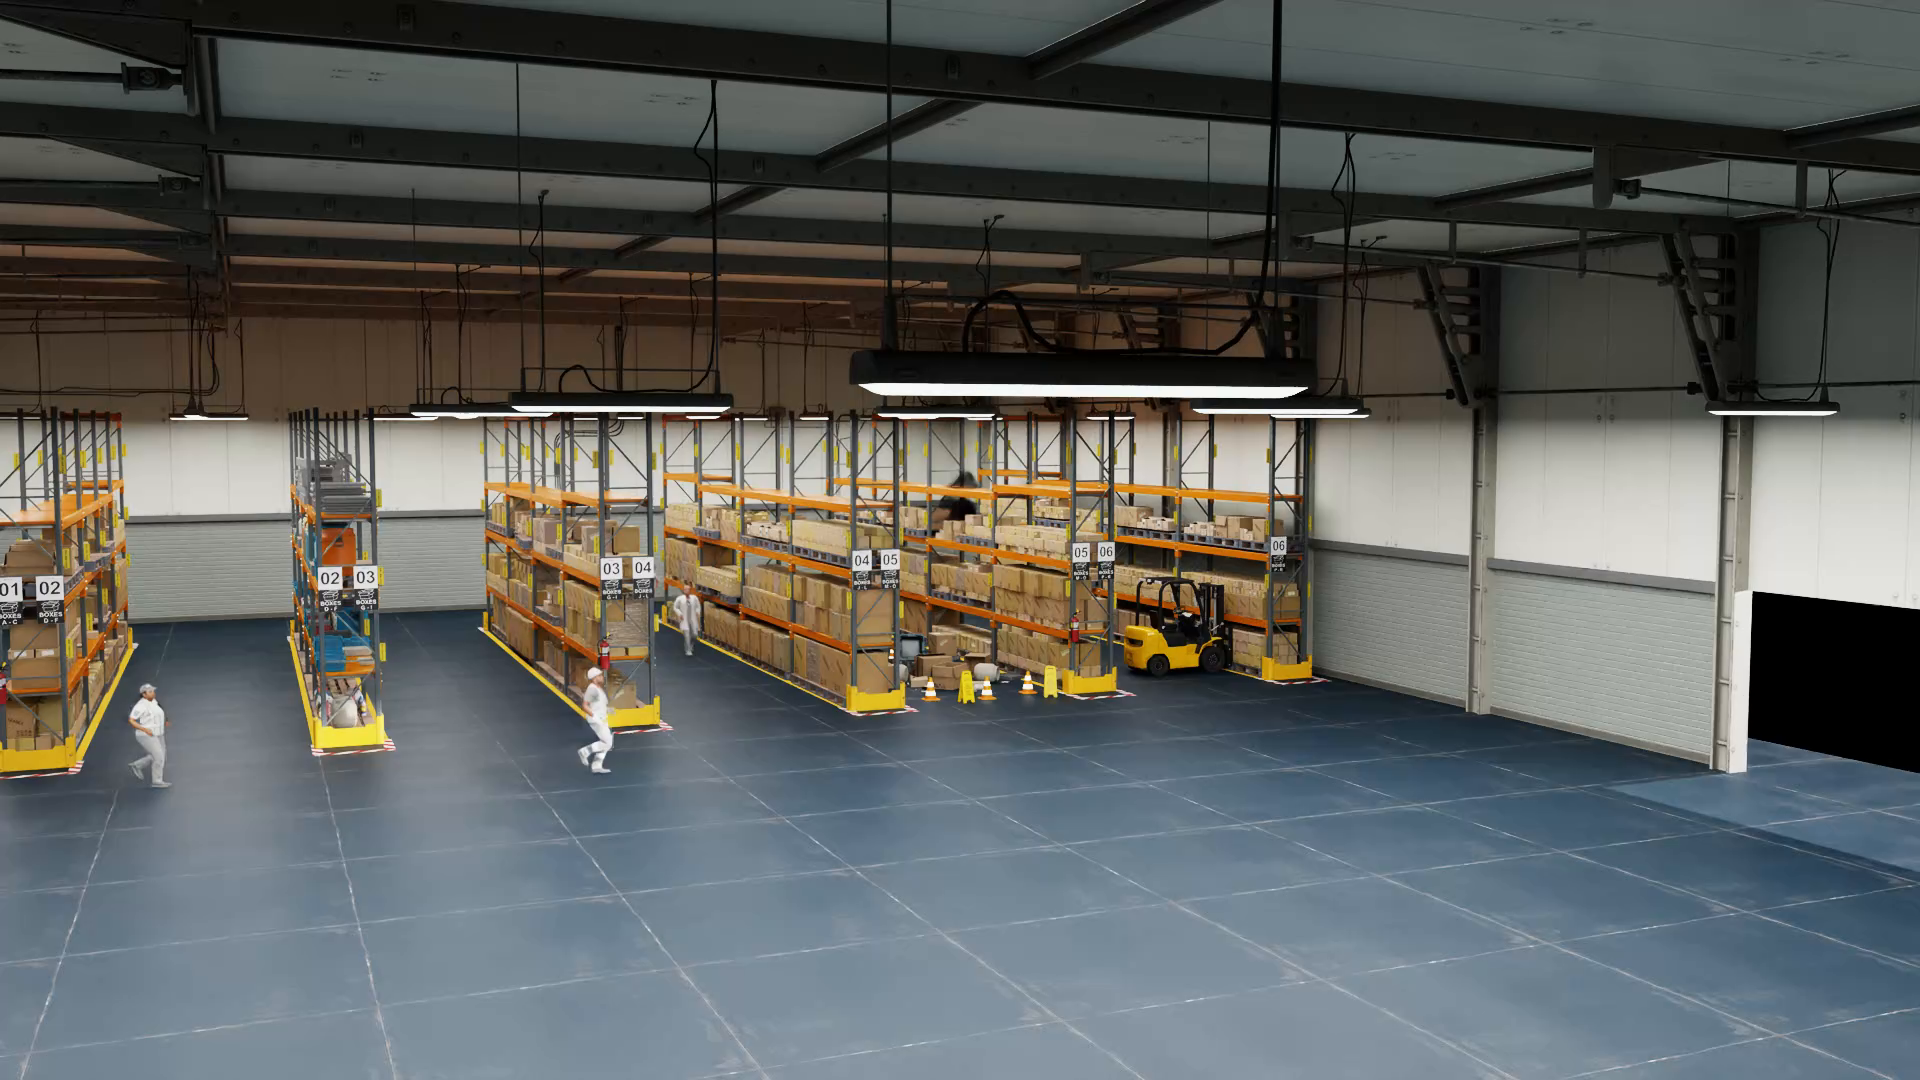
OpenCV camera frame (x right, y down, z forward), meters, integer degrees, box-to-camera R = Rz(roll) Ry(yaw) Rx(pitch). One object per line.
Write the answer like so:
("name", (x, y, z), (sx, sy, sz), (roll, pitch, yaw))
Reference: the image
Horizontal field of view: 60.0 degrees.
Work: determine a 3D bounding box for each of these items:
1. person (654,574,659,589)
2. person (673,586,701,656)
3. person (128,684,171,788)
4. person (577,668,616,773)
("person", (-9.224, 1.510, 48.823), (0.776, 1.609, 0.833), (4, 6, 44))
("person", (-6.705, 1.983, 40.981), (0.689, 1.730, 0.618), (-2, 4, -22))
("person", (-12.784, 3.076, 26.187), (0.714, 1.624, 0.615), (0, 4, 6))
("person", (-5.945, 2.952, 27.189), (0.600, 1.737, 0.658), (0, 4, -2))
